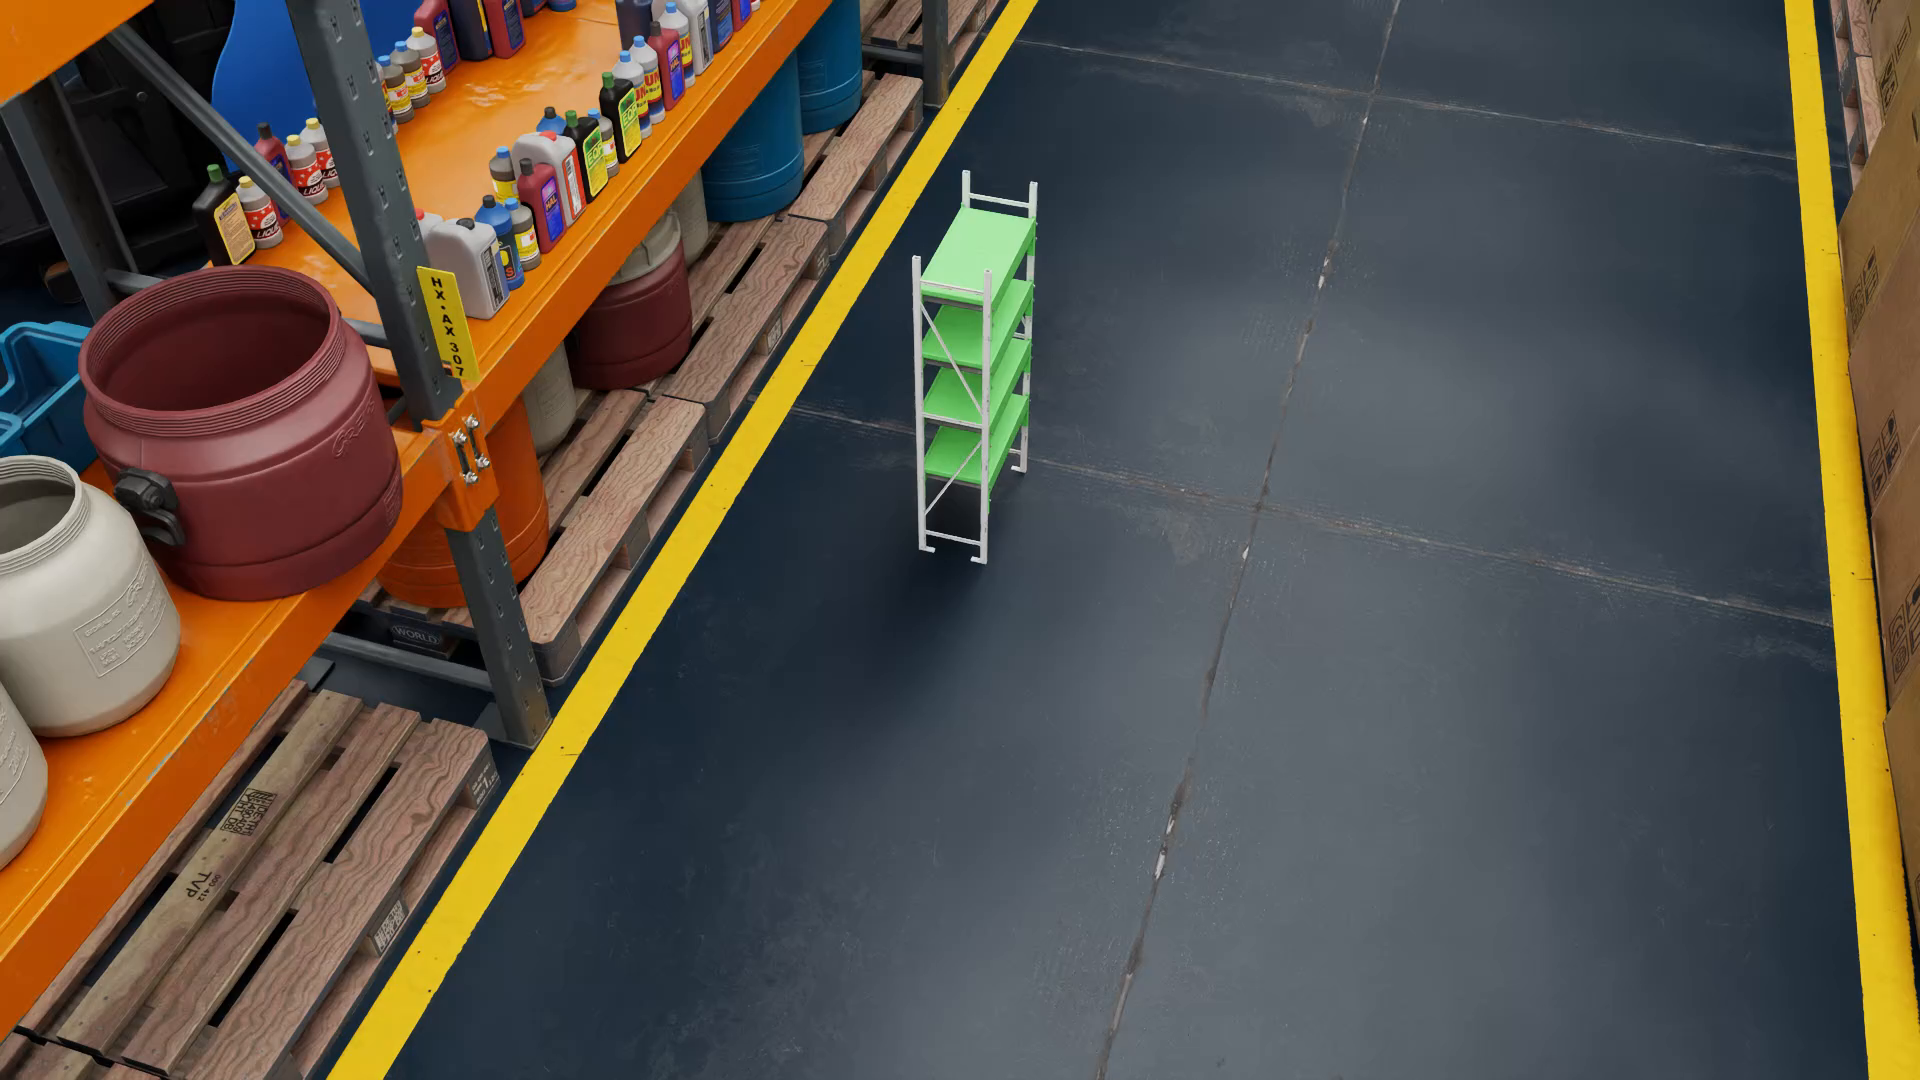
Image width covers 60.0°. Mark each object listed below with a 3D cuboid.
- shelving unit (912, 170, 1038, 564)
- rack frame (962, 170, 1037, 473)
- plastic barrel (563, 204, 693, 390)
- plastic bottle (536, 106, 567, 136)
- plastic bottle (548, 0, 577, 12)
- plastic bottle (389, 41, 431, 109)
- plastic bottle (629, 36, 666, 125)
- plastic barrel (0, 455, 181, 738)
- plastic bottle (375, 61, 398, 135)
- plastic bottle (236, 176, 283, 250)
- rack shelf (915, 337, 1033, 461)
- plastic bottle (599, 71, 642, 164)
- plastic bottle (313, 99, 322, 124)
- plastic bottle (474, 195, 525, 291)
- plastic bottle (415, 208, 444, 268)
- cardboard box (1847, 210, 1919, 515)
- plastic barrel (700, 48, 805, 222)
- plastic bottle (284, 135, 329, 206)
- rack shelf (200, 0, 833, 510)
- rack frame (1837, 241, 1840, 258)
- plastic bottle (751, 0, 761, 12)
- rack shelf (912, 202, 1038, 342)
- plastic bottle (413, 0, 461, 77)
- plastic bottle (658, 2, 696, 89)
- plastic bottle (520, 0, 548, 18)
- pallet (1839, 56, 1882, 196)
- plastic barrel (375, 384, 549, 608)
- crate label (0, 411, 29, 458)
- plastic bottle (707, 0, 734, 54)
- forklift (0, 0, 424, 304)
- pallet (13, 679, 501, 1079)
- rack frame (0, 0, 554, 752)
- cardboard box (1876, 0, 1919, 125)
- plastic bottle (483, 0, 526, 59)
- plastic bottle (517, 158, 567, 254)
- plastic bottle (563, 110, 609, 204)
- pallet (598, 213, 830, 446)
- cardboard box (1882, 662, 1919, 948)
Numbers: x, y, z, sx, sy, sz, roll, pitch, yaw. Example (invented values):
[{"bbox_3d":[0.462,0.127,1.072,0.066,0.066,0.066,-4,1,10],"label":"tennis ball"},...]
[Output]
[{"bbox_3d":[0.050,-0.539,5.443,0.258,1.200,0.503,13,46,12],"label":"shelving unit"},{"bbox_3d":[0.124,-0.702,5.609,0.240,1.200,0.015,13,46,12],"label":"rack frame"},{"bbox_3d":[-1.285,-0.942,5.991,0.600,0.588,0.708,13,46,13],"label":"plastic barrel"},{"bbox_3d":[-1.177,-1.138,4.860,0.097,0.271,0.097,0,44,0],"label":"plastic bottle"},{"bbox_3d":[-1.385,-1.960,5.700,0.097,0.271,0.097,0,44,0],"label":"plastic bottle"},{"bbox_3d":[-1.744,-1.476,5.256,0.097,0.201,0.097,0,44,0],"label":"plastic bottle"},{"bbox_3d":[-0.979,-1.432,5.161,0.097,0.271,0.097,0,44,0],"label":"plastic bottle"},{"bbox_3d":[-1.867,0.120,3.403,0.421,0.512,0.421,0,44,0],"label":"plastic barrel"},{"bbox_3d":[-1.803,-1.371,5.099,0.097,0.271,0.097,0,44,0],"label":"plastic bottle"},{"bbox_3d":[-1.991,-0.933,4.701,0.097,0.201,0.097,0,44,0],"label":"plastic bottle"},{"bbox_3d":[0.050,-0.494,5.488,0.258,0.148,0.480,13,46,12],"label":"rack shelf"},{"bbox_3d":[-1.026,-1.291,5.008,0.061,0.283,0.133,13,46,13],"label":"plastic bottle"},{"bbox_3d":[-1.862,-1.242,4.966,0.097,0.271,0.097,0,44,0],"label":"plastic bottle"},{"bbox_3d":[-1.259,-0.816,4.532,0.097,0.271,0.097,0,44,0],"label":"plastic bottle"},{"bbox_3d":[-1.465,-0.779,4.490,0.152,0.276,0.135,13,46,13],"label":"plastic bottle"},{"bbox_3d":[3.728,-0.552,5.388,1.225,0.875,0.875,11,45,11],"label":"cardboard box"},{"bbox_3d":[-0.943,-1.806,6.651,0.600,0.901,0.708,13,46,13],"label":"plastic barrel"},{"bbox_3d":[-1.921,-1.087,4.858,0.097,0.201,0.097,0,44,0],"label":"plastic bottle"},{"bbox_3d":[-1.154,-1.647,5.803,1.077,0.370,4.000,13,46,13],"label":"rack shelf"},{"bbox_3d":[4.172,-2.188,5.841,1.000,3.000,0.127,13,46,13],"label":"rack frame"},{"bbox_3d":[-0.743,-1.928,5.718,0.097,0.201,0.097,0,44,0],"label":"plastic bottle"},{"bbox_3d":[0.050,-0.837,5.152,0.258,0.148,0.480,13,46,12],"label":"rack shelf"},{"bbox_3d":[-1.697,-1.651,5.376,0.061,0.283,0.133,13,46,13],"label":"plastic bottle"},{"bbox_3d":[-0.909,-1.586,5.318,0.097,0.271,0.097,0,44,0],"label":"plastic bottle"},{"bbox_3d":[-1.513,-1.985,5.669,0.144,0.351,0.185,13,46,13],"label":"plastic bottle"},{"bbox_3d":[4.477,-1.682,7.318,1.003,0.211,1.213,13,46,13],"label":"pallet"},{"bbox_3d":[-1.627,-0.275,5.138,0.600,0.830,0.708,13,46,13],"label":"plastic barrel"},{"bbox_3d":[-2.318,0.021,3.558,0.502,0.435,0.616,13,46,13],"label":"crate label"},{"bbox_3d":[-0.848,-1.803,5.483,0.144,0.351,0.185,13,46,13],"label":"plastic bottle"},{"bbox_3d":[-3.677,-2.423,6.131,3.031,2.935,1.130,-29,51,-26],"label":"forklift"},{"bbox_3d":[-2.031,0.934,4.645,1.003,0.211,1.213,13,46,13],"label":"pallet"},{"bbox_3d":[-1.759,-0.571,4.189,1.000,3.000,0.127,13,46,13],"label":"rack frame"},{"bbox_3d":[4.448,-2.002,6.870,0.875,0.875,0.875,13,46,13],"label":"cardboard box"},{"bbox_3d":[-1.504,-1.744,5.471,0.061,0.283,0.133,13,46,13],"label":"plastic bottle"},{"bbox_3d":[-1.177,-0.959,4.668,0.061,0.283,0.133,13,46,13],"label":"plastic bottle"},{"bbox_3d":[-1.096,-1.137,4.851,0.061,0.283,0.133,13,46,13],"label":"plastic bottle"},{"bbox_3d":[-1.189,-0.919,6.538,1.003,0.211,1.213,13,46,13],"label":"pallet"},{"bbox_3d":[3.190,0.632,4.178,1.225,0.875,0.875,11,45,11],"label":"cardboard box"}]
